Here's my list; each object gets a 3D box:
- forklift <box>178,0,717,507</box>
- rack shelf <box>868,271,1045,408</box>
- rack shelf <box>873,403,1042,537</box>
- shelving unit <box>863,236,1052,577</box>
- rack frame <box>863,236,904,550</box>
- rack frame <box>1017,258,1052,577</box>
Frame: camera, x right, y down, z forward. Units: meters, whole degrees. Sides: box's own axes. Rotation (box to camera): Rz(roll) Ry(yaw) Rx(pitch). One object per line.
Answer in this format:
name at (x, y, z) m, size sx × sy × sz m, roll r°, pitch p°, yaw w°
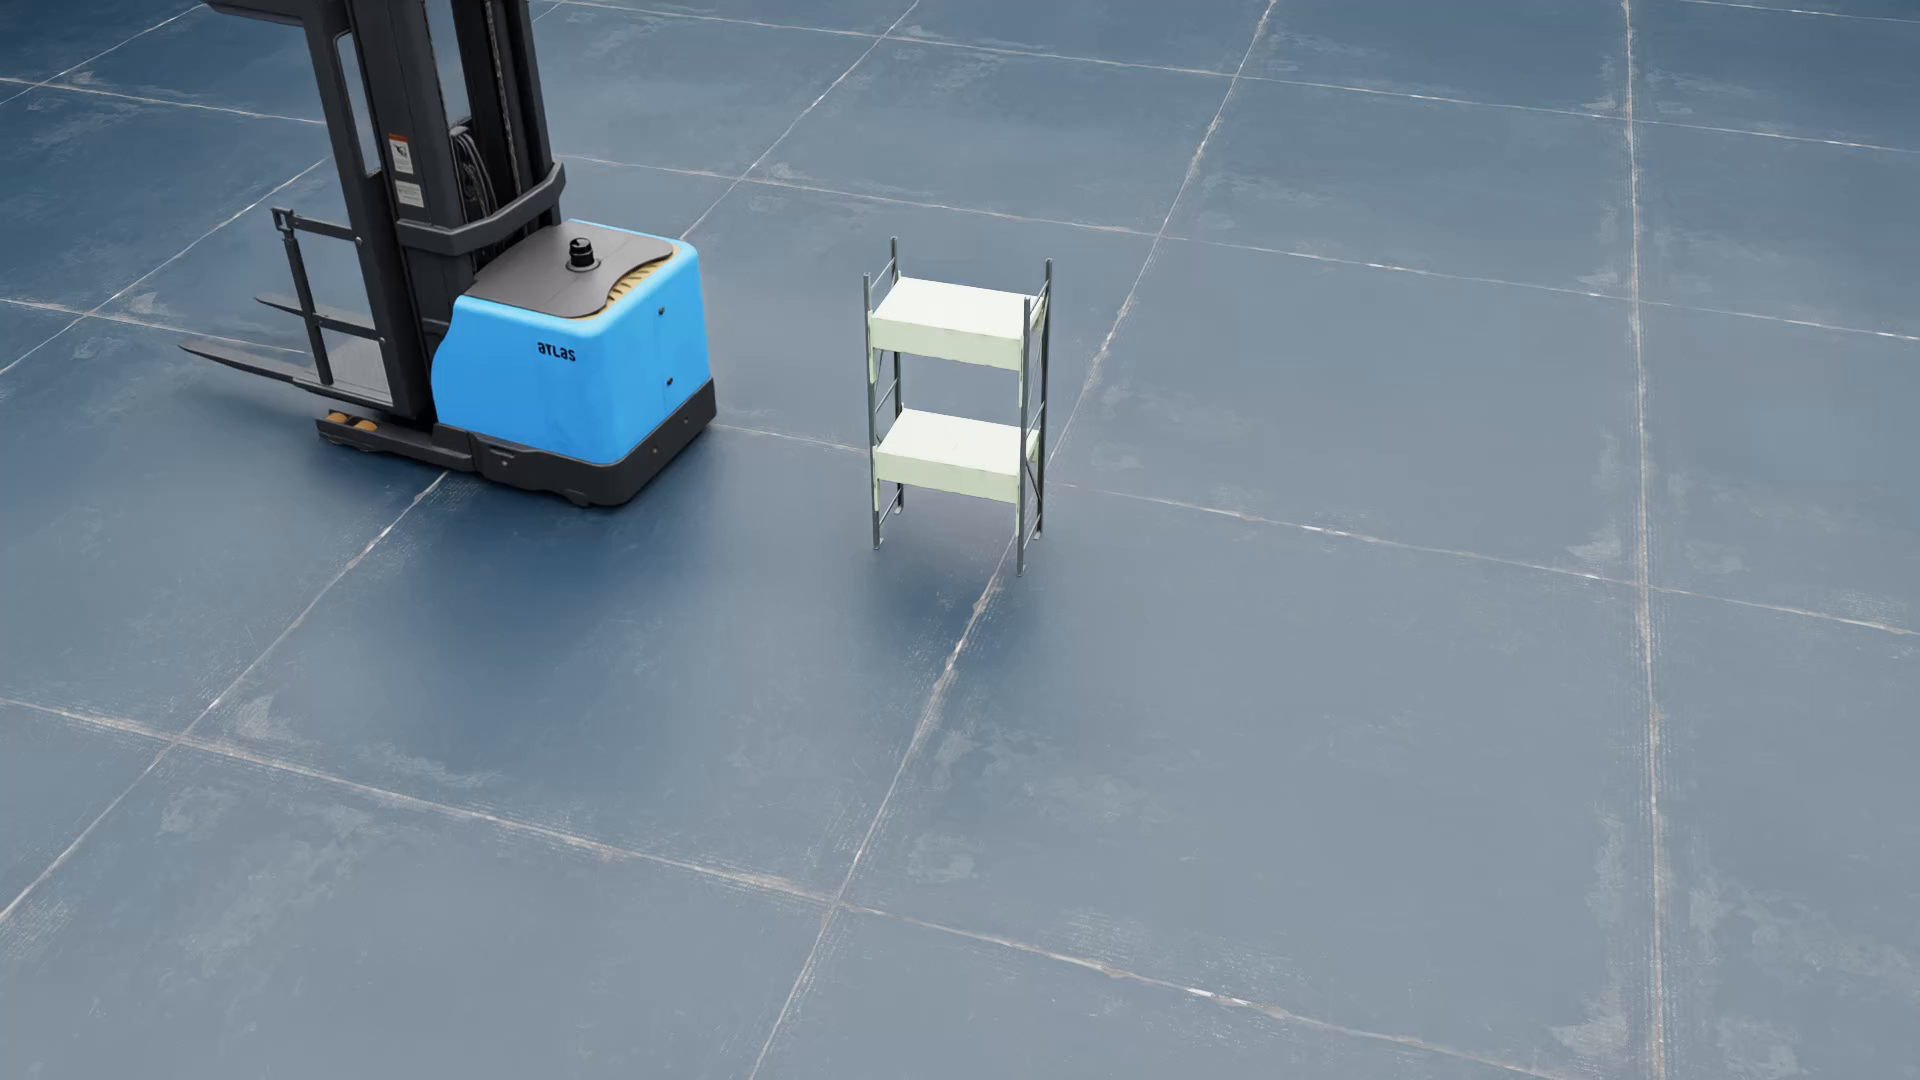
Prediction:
forklift at (-2.889, -1.920, 8.386) m, size 3.031 × 2.935 × 1.130 m, roll 15°, pitch 39°, yaw 19°
rack shelf at (-0.006, -0.919, 7.576) m, size 0.720 × 0.370 × 0.431 m, roll 10°, pitch 38°, yaw 14°
rack shelf at (-0.006, -0.343, 8.000) m, size 0.720 × 0.370 × 0.431 m, roll 10°, pitch 38°, yaw 14°
shelving unit at (-0.006, -0.605, 7.807) m, size 0.755 × 1.500 × 0.431 m, roll 10°, pitch 38°, yaw 14°
rack frame at (-0.356, -0.670, 7.895) m, size 0.023 × 1.500 × 0.400 m, roll 10°, pitch 38°, yaw 14°
rack frame at (0.343, -0.541, 7.719) m, size 0.023 × 1.500 × 0.400 m, roll 10°, pitch 38°, yaw 14°
